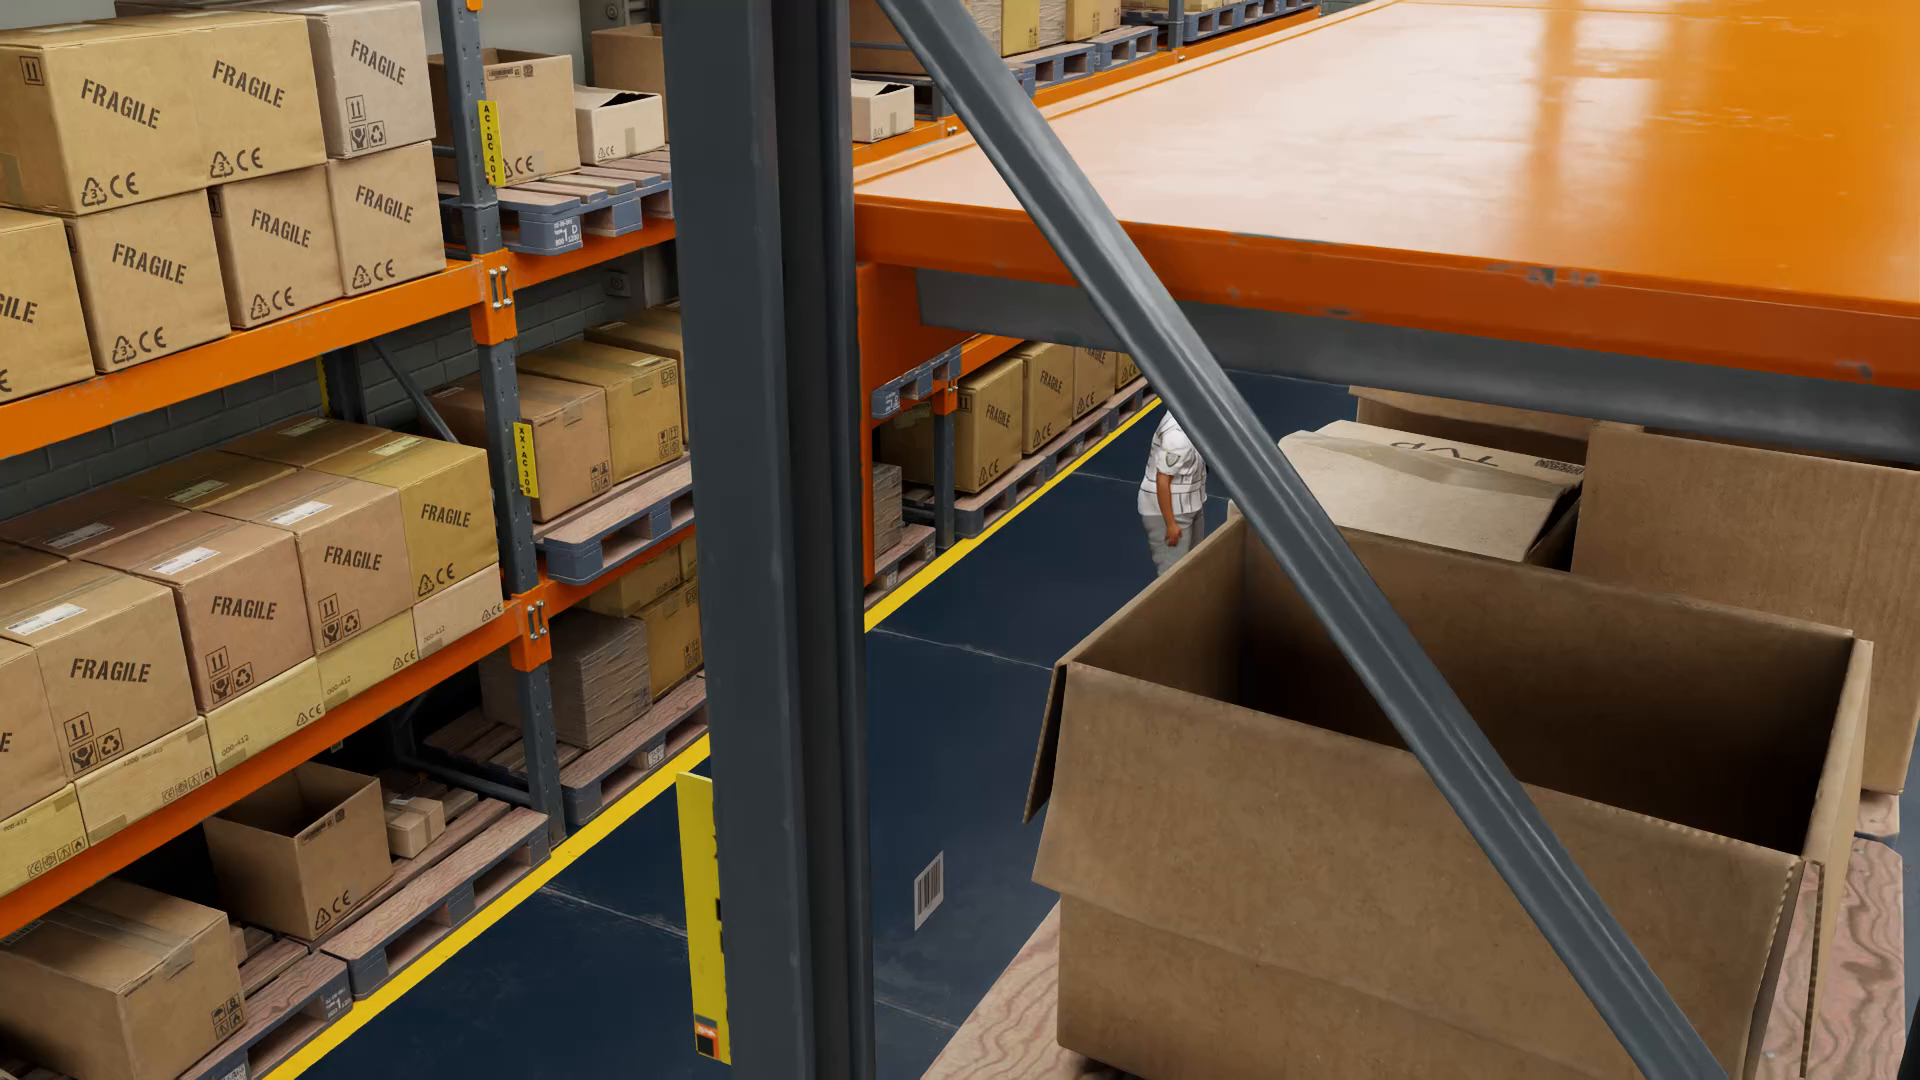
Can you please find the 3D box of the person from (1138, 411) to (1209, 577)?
[{"bbox_3d":[1.257,-0.152,9.447,0.467,1.665,0.556,10,25,22],"label":"person"}]
